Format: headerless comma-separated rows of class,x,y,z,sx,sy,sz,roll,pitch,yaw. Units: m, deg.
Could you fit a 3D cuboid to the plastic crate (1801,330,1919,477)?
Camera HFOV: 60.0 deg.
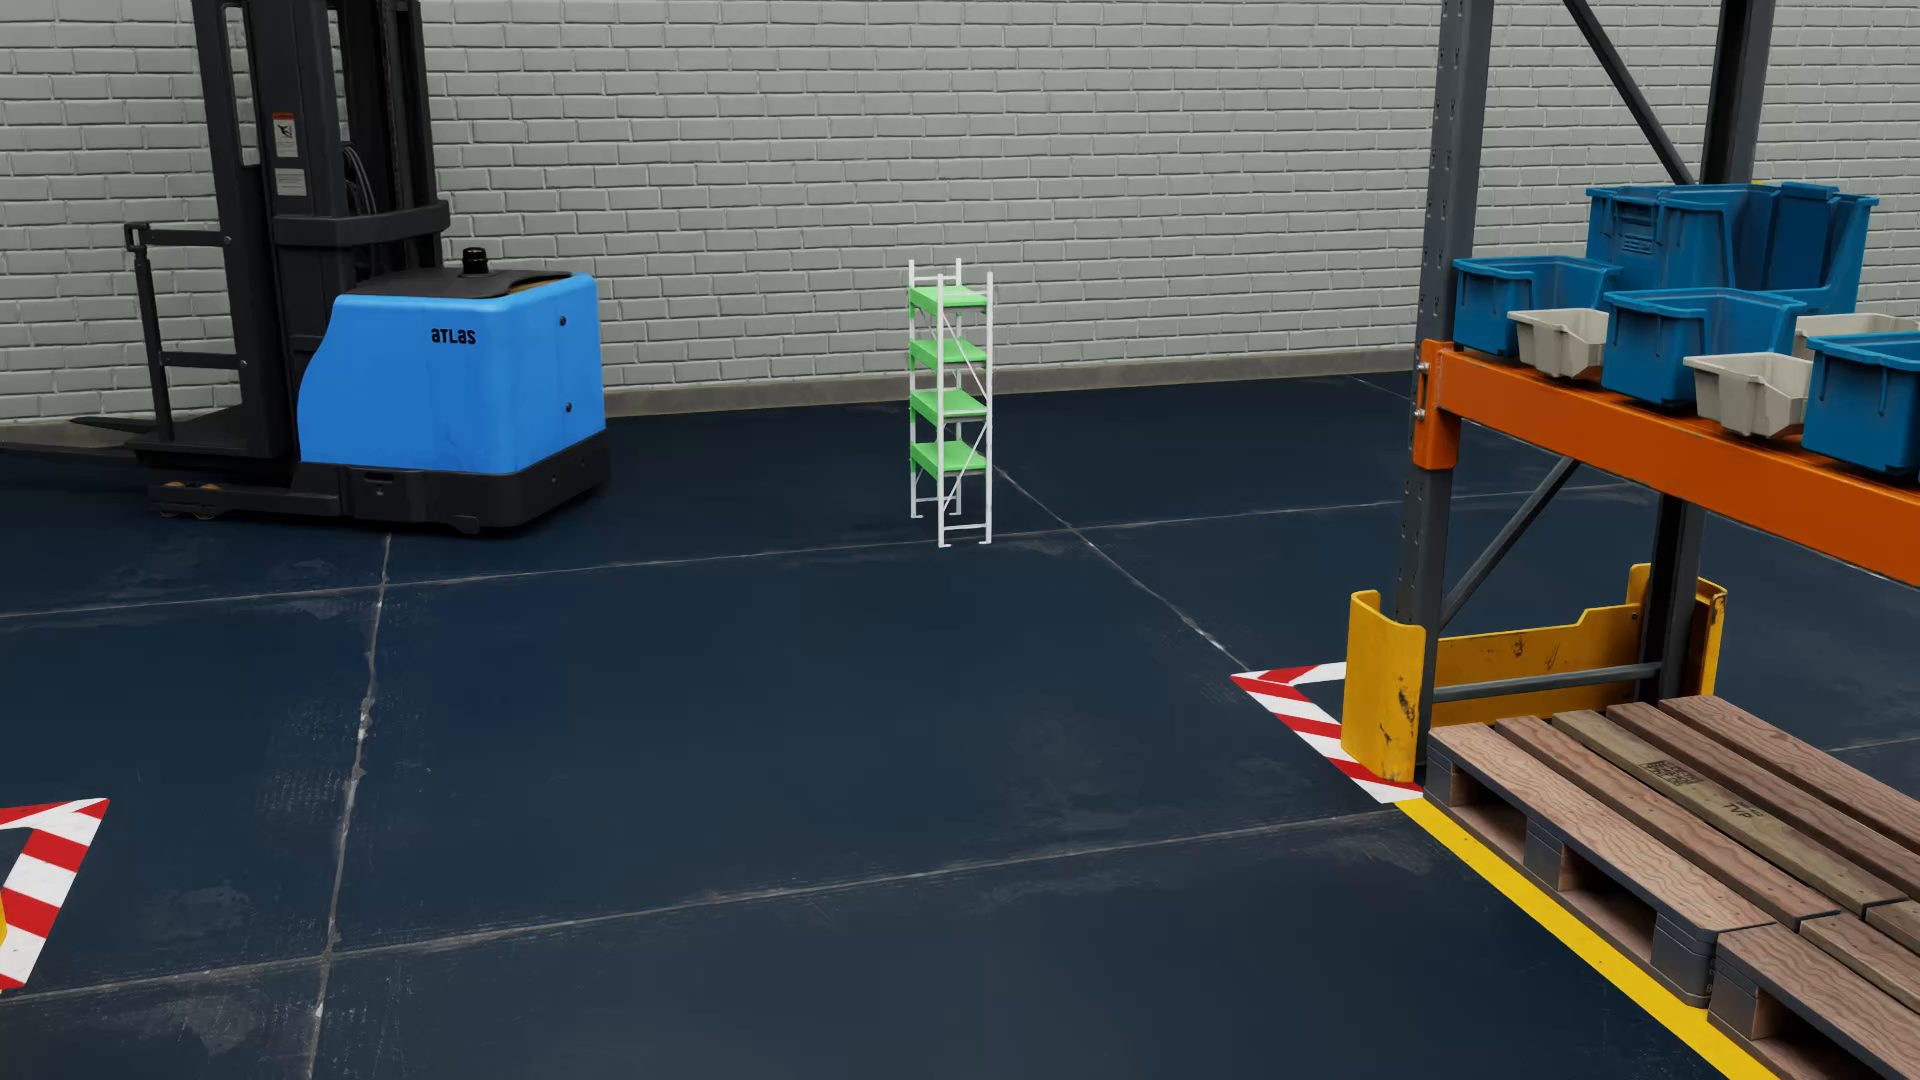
plastic crate,1.933,-0.277,3.346,0.416,0.233,0.300,-5,17,-15

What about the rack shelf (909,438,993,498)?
rack shelf,-0.045,-0.329,7.519,0.258,0.148,0.480,-5,17,-15

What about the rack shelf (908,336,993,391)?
rack shelf,-0.045,-0.789,7.381,0.258,0.148,0.480,-5,17,-15

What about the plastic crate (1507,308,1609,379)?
plastic crate,1.579,-0.499,4.255,0.250,0.136,0.298,-5,17,-15

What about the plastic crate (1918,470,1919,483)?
plastic crate,2.015,-0.194,3.069,0.416,0.233,0.300,-5,17,-15

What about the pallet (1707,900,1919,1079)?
pallet,2.341,1.117,3.367,1.003,0.211,1.213,-5,17,-15

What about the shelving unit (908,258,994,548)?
shelving unit,-0.045,-0.620,7.432,0.258,1.200,0.503,-5,17,-15

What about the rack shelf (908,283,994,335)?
rack shelf,-0.045,-1.019,7.312,0.258,0.148,0.480,-5,17,-15

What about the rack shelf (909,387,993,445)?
rack shelf,-0.045,-0.559,7.450,0.258,0.148,0.480,-5,17,-15

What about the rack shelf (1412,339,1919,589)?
rack shelf,2.369,0.111,3.119,1.077,0.370,4.000,-5,17,-15

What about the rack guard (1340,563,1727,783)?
rack guard,1.801,0.405,5.235,1.175,0.500,0.348,-5,17,-15

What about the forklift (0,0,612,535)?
forklift,-3.307,-1.637,7.808,3.031,2.935,1.130,4,17,14

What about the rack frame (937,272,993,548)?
rack frame,0.022,-0.553,7.207,0.240,1.200,0.015,-5,17,-15

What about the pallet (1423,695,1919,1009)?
pallet,2.009,0.780,4.488,1.003,0.211,1.213,-5,17,-15

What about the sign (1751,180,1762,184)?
sign,2.344,-0.913,4.993,0.100,0.325,0.005,-5,17,-15

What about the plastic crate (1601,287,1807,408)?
plastic crate,1.752,-0.459,3.952,0.416,0.233,0.300,-5,17,-15

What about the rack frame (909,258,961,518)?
rack frame,-0.113,-0.688,7.657,0.240,1.200,0.015,-5,17,-15

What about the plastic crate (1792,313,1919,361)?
plastic crate,2.218,-0.478,4.183,0.396,0.136,0.243,-5,17,-15

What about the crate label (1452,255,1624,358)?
crate label,1.571,-0.641,4.558,0.416,0.233,0.303,-5,17,-15

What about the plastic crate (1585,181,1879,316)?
plastic crate,2.091,-0.754,4.584,0.616,0.435,0.499,-5,17,-15

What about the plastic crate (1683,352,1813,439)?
plastic crate,1.766,-0.312,3.630,0.250,0.136,0.298,-5,17,-15

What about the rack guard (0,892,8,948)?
rack guard,-2.923,0.822,3.846,1.175,0.500,0.348,-5,17,-15

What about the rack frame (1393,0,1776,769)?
rack frame,1.820,-0.787,4.857,1.000,3.000,0.127,-5,17,-15
